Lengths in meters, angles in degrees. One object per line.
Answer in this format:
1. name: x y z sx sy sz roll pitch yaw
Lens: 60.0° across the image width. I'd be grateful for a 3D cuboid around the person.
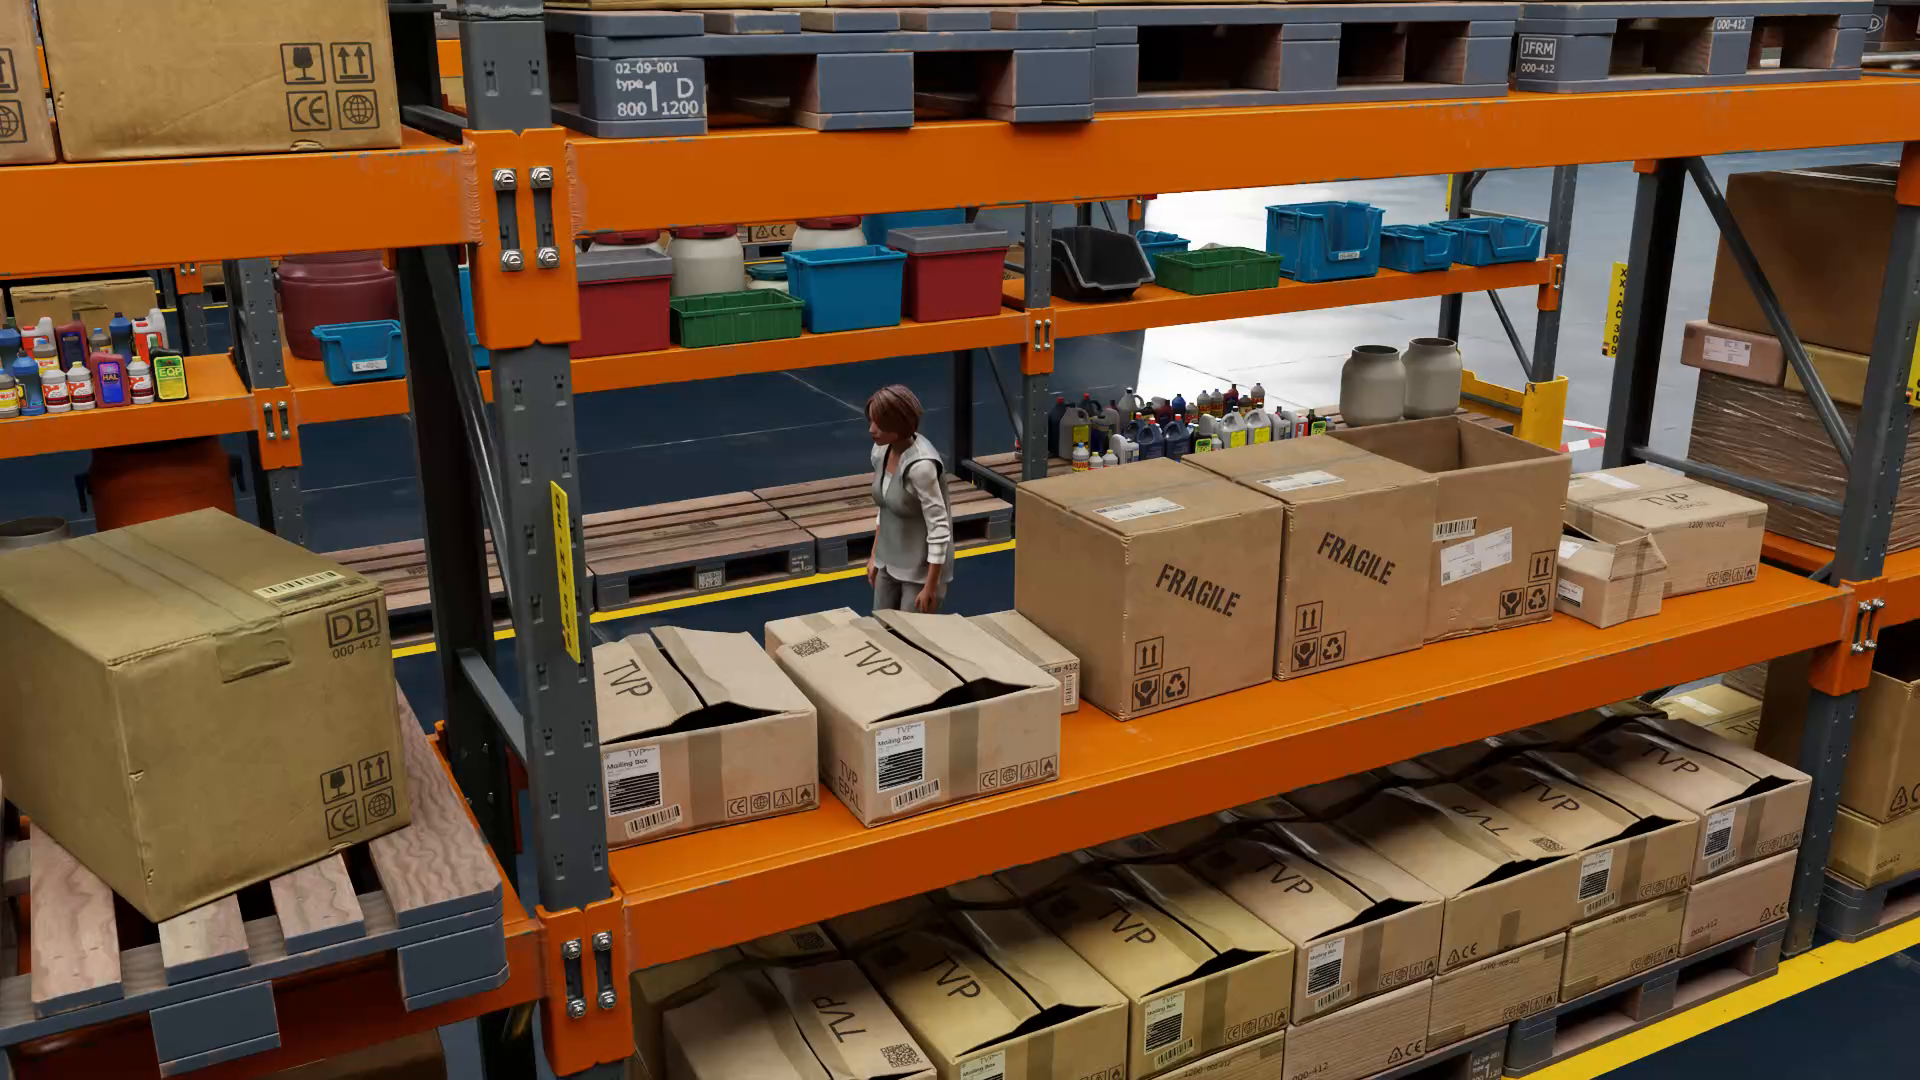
1. person: -0.215 0.150 6.654 0.346 1.581 0.484 -11 22 -30
